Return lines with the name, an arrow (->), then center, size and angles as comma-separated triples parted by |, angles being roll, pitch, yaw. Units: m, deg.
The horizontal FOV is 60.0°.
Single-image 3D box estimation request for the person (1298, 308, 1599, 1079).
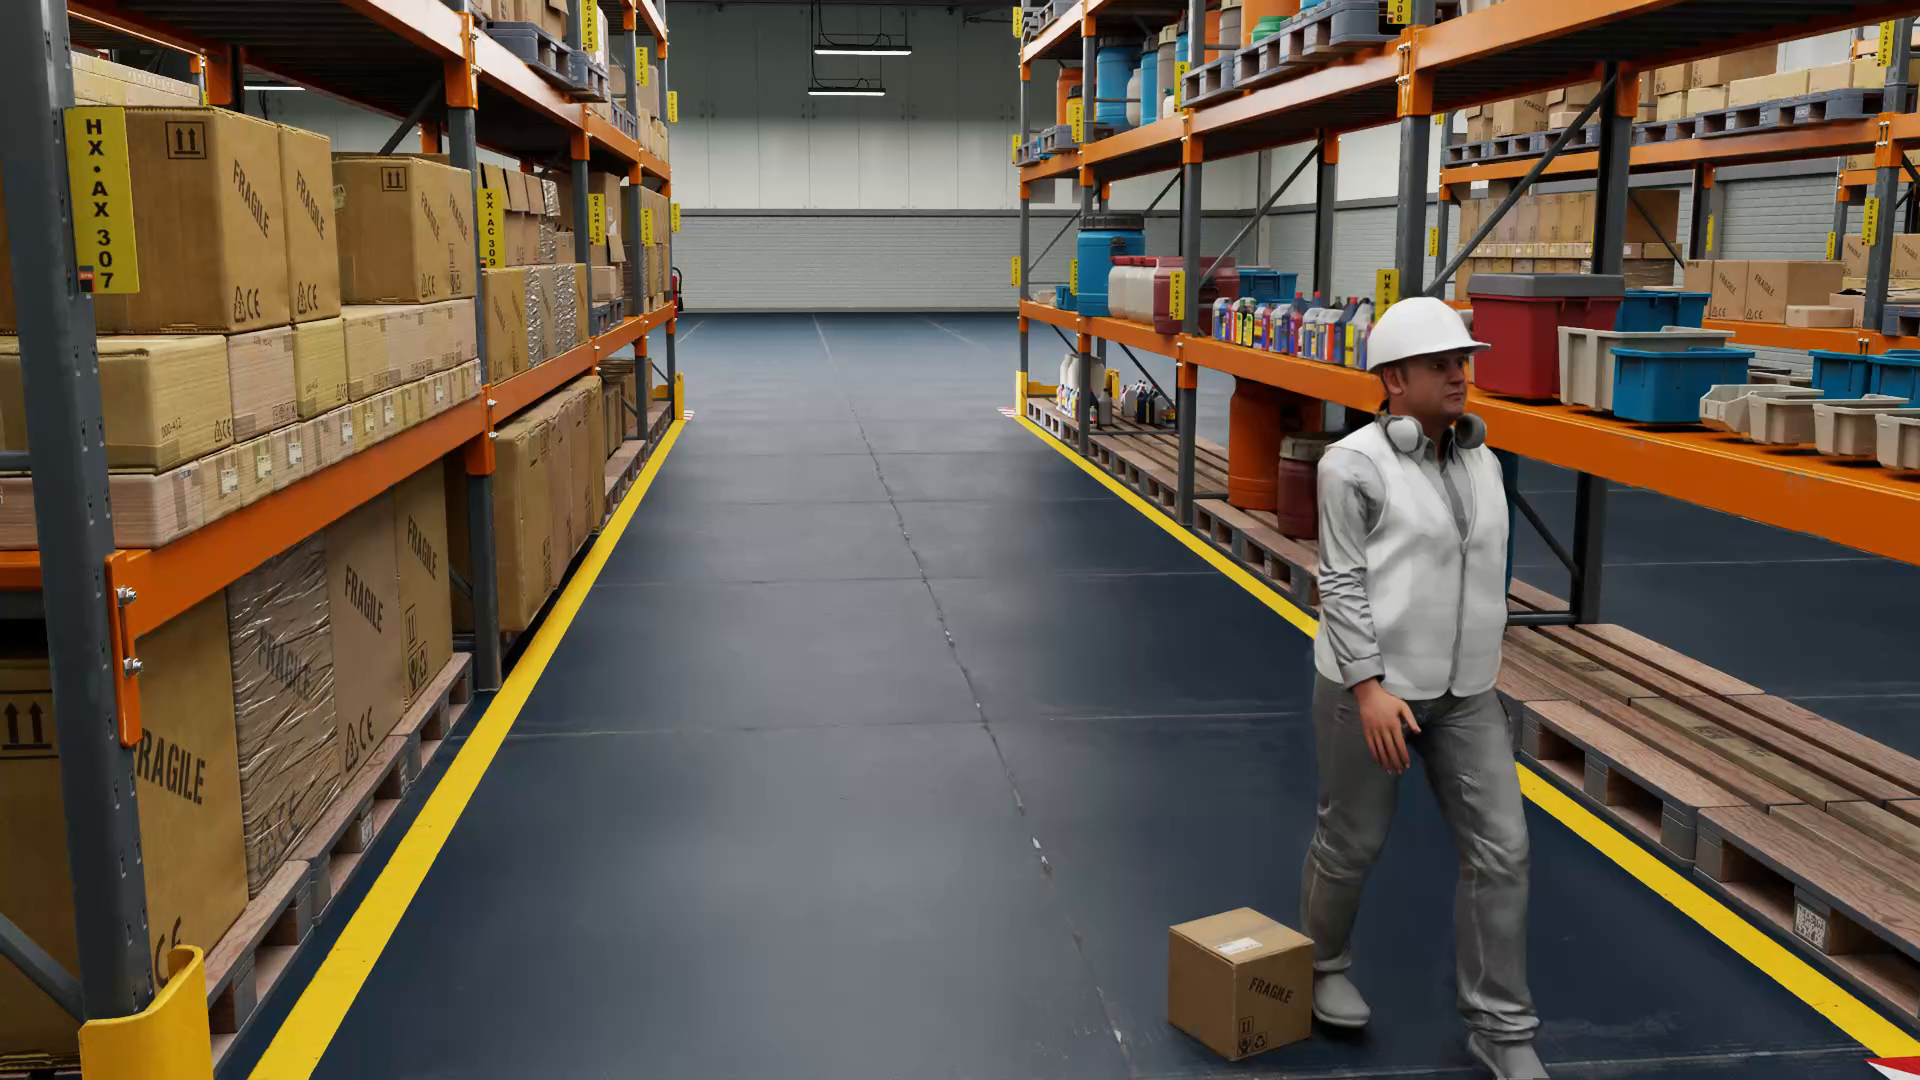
person -> 1.113, 0.356, 3.696 | 0.561, 1.720, 0.976 | -3, 10, -19
